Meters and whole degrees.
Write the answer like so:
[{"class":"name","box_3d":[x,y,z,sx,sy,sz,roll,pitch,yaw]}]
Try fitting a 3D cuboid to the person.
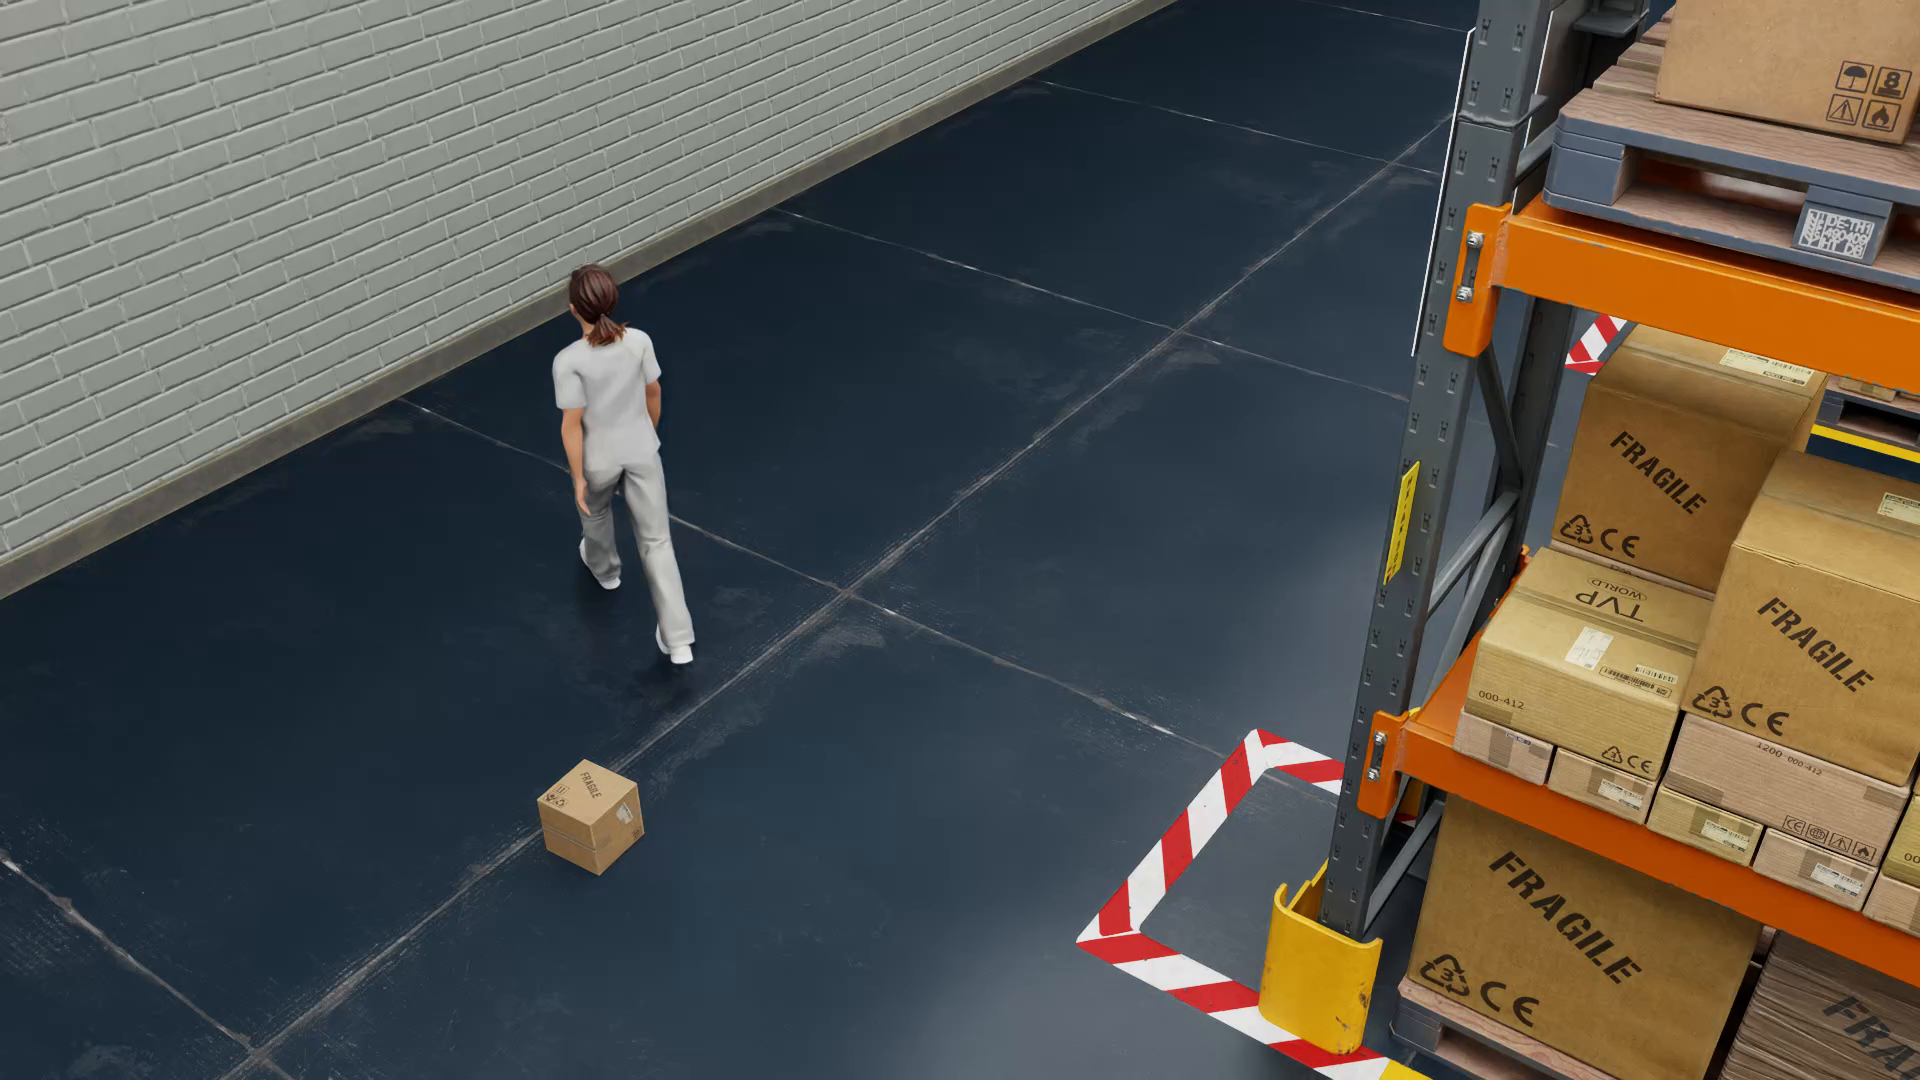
[{"class":"person","box_3d":[-1.379,-0.345,6.664,0.441,1.621,1.060,-15,38,-21]}]
